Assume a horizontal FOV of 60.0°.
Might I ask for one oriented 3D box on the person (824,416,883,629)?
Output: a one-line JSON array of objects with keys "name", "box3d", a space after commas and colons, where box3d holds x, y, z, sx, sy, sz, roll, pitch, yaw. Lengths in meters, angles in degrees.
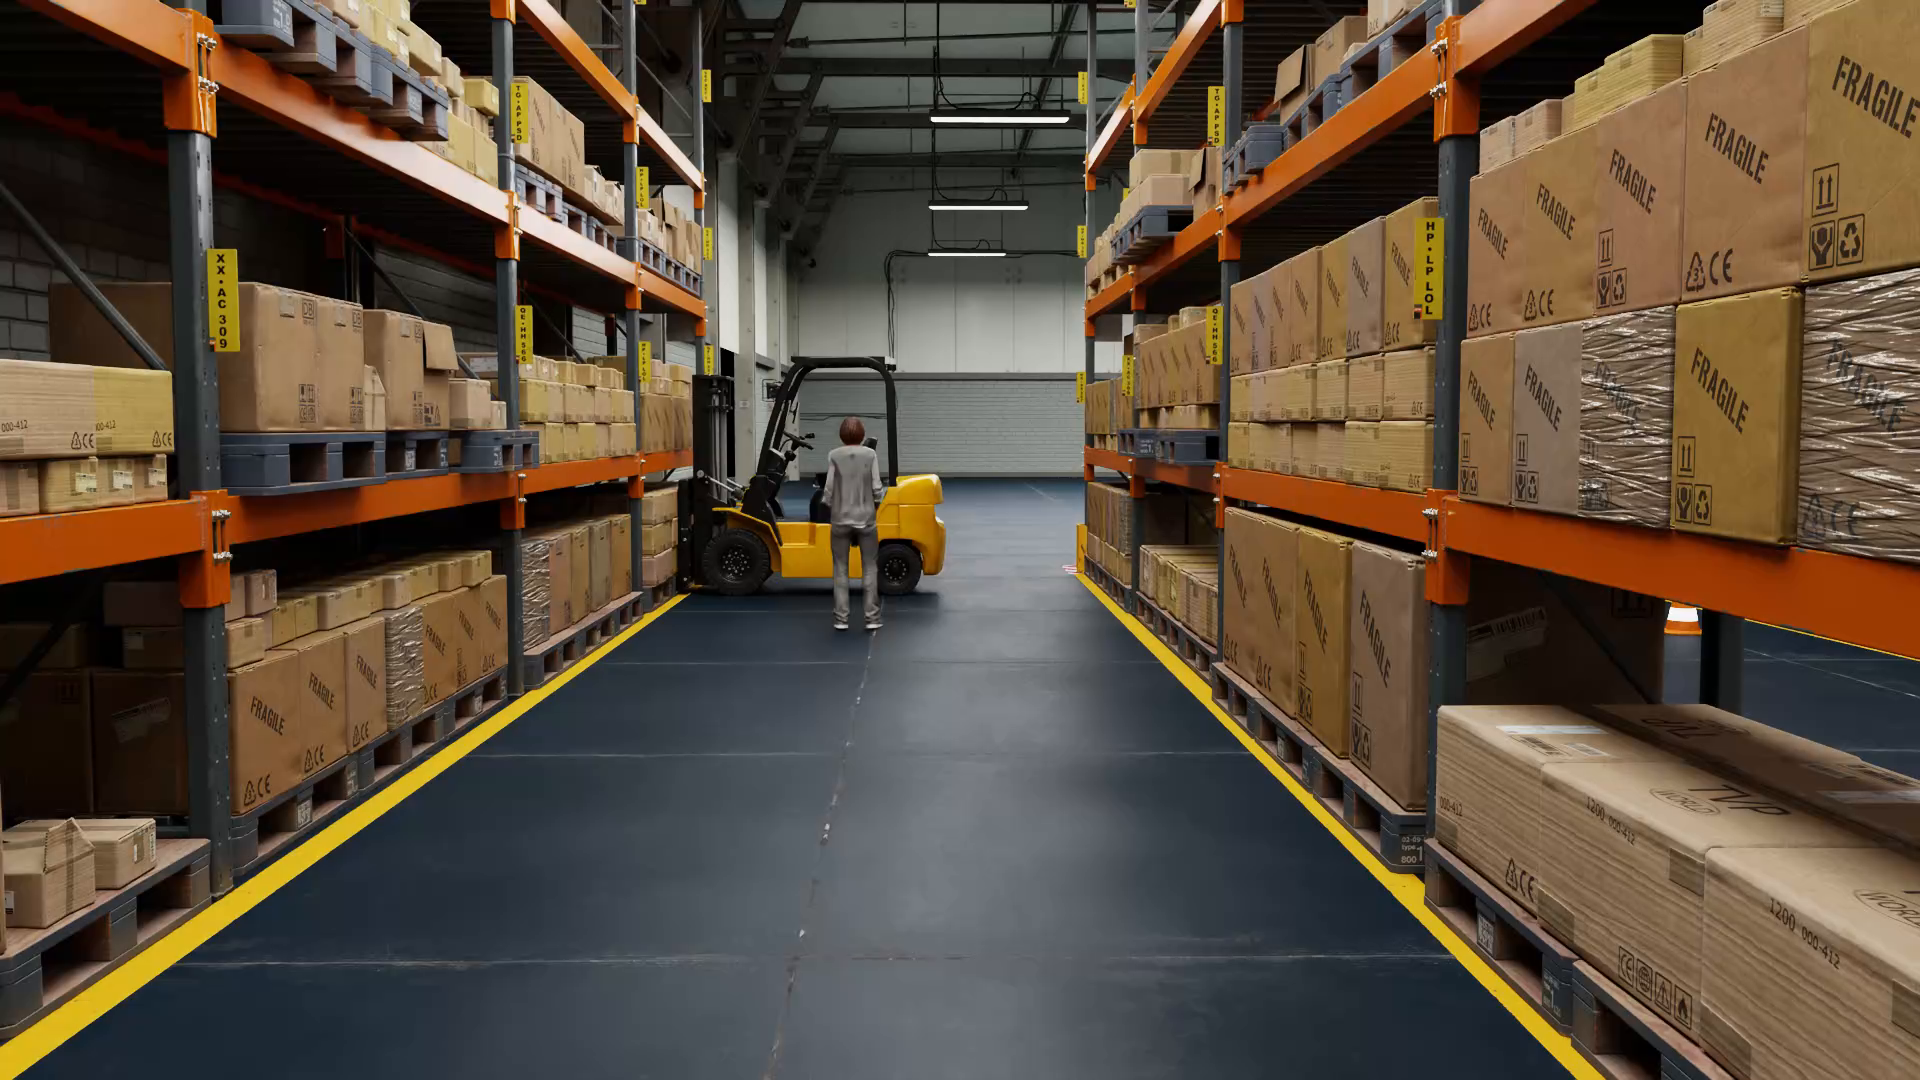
[{"name": "person", "box3d": [-0.801, -0.129, 12.530, 0.444, 1.602, 0.384, 0, 4, -2]}]
